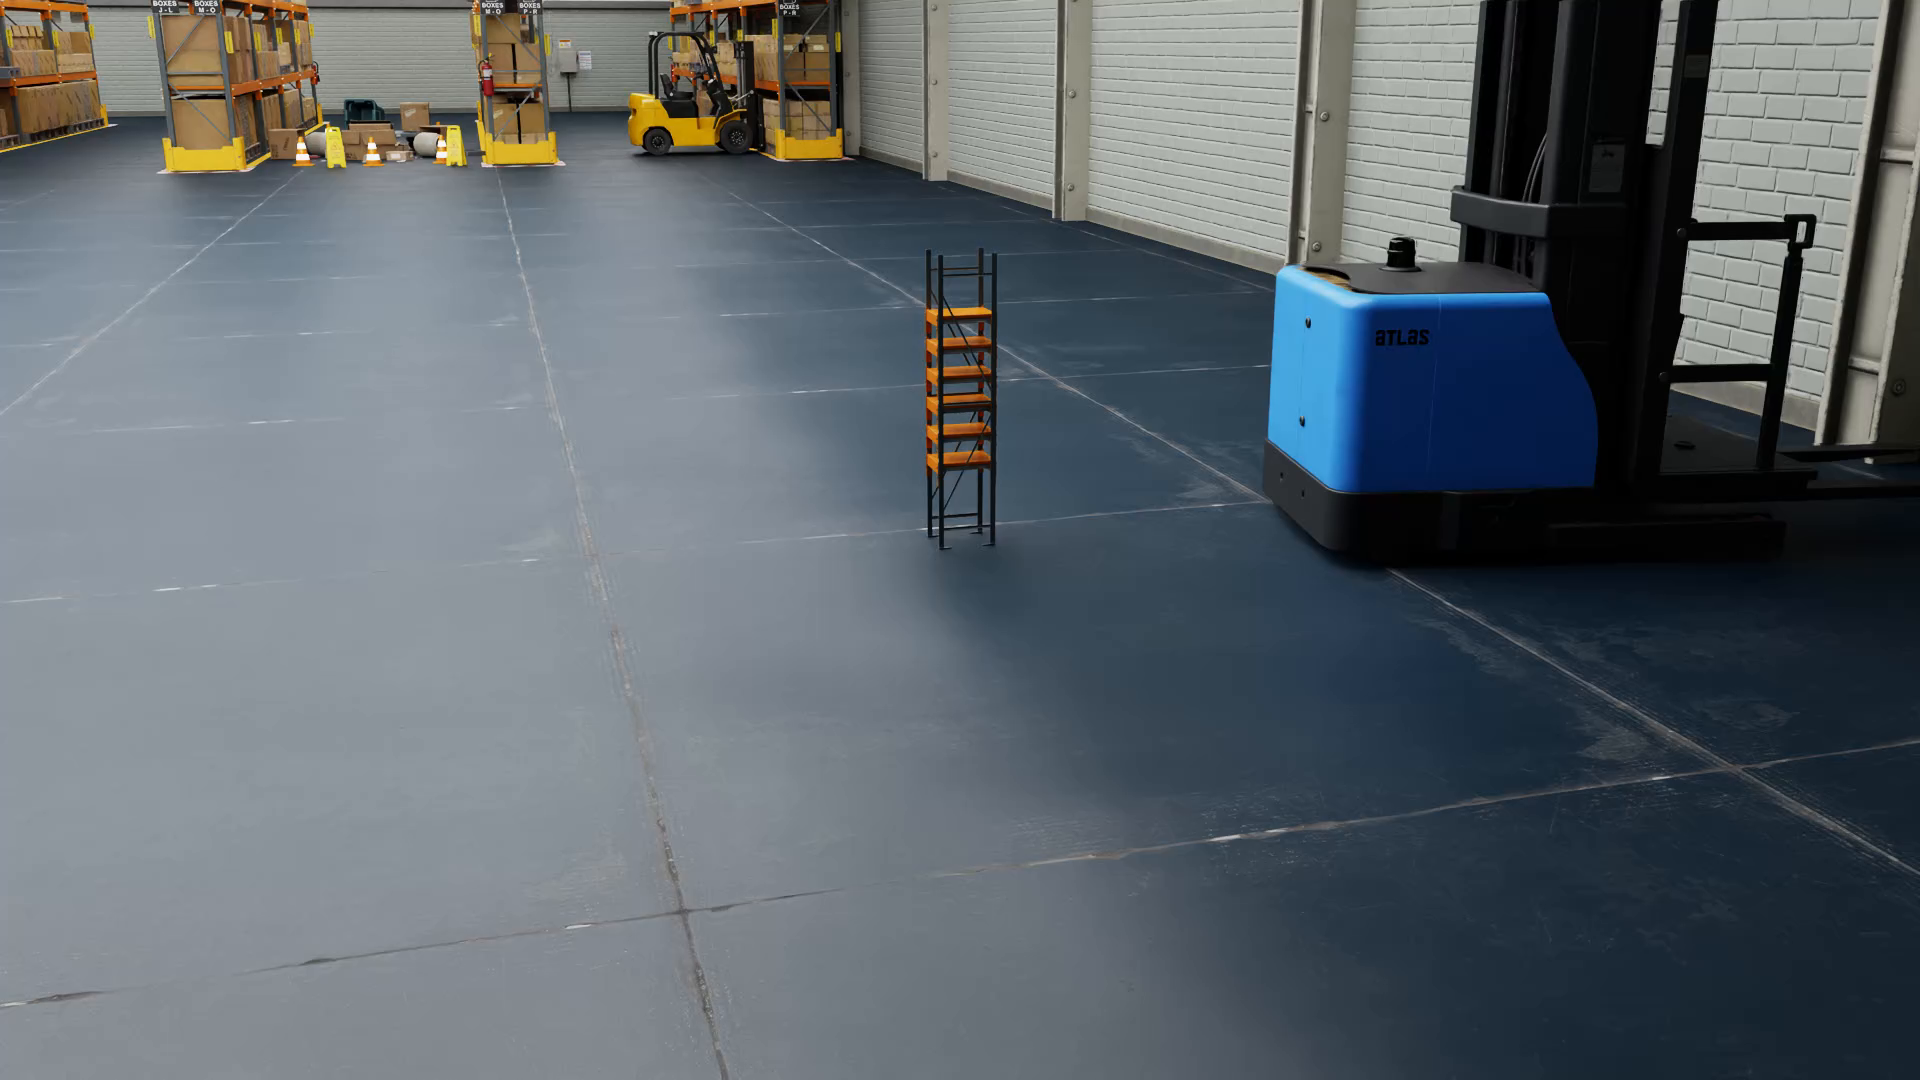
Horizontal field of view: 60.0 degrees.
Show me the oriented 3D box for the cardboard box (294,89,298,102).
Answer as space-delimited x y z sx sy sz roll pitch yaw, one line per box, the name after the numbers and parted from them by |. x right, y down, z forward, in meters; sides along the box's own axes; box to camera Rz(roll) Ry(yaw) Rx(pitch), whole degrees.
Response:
-14.909 -9.790 36.641 0.500 0.250 0.500 -4 17 -13 | cardboard box

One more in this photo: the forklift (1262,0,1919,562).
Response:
2.902 -1.479 6.780 3.031 2.935 1.130 -2 17 -6 | forklift

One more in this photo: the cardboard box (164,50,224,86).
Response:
-12.333 -7.608 26.803 0.875 0.550 0.550 -5 17 -15 | cardboard box

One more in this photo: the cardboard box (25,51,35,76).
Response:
-19.343 -9.773 34.100 0.500 0.500 0.500 -5 17 -16 | cardboard box

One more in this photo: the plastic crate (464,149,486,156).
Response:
-8.912 -7.065 30.333 0.402 0.080 0.583 -12 20 -34 | plastic crate

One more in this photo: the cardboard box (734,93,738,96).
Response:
-4.919 -10.084 37.796 0.380 0.149 0.250 -4 17 -15 | cardboard box

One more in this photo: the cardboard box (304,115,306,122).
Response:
-15.276 -9.718 38.315 0.380 0.149 0.250 -5 18 -18 | cardboard box

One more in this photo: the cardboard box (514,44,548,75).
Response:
-7.319 -8.199 28.343 0.500 0.500 0.500 -5 17 -16 | cardboard box

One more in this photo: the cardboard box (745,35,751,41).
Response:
-3.981 -9.745 32.362 0.380 0.149 0.250 -4 17 -14 | cardboard box

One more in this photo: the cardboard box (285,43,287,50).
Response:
-15.043 -10.880 36.632 0.380 0.149 0.250 -5 18 -17 | cardboard box

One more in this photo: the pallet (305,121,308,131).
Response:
-15.704 -9.603 38.556 1.003 0.211 1.213 -5 17 -15 | pallet

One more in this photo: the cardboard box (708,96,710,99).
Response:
-5.599 -10.262 38.390 0.380 0.149 0.250 -6 18 -18 | cardboard box

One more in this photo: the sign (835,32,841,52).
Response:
-2.149 -8.744 29.206 0.100 0.325 0.005 -5 17 -15 | sign

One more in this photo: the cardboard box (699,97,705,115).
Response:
-5.910 -10.275 39.558 0.500 0.500 0.500 -5 17 -16 | cardboard box

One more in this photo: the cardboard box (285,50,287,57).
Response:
-14.968 -10.668 36.442 0.380 0.149 0.250 -5 18 -17 | cardboard box

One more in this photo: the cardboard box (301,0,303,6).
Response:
-15.934 -12.843 39.541 0.500 0.250 0.500 -4 17 -13 | cardboard box

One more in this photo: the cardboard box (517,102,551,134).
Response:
-7.419 -7.351 28.956 0.500 0.500 0.500 -5 18 -17 | cardboard box

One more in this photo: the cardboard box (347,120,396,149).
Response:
-10.638 -7.269 30.041 0.797 0.637 0.503 -5 17 -15 | cardboard box

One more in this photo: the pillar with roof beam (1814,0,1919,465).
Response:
0.447 -4.407 5.983 9.100 9.000 0.400 -5 17 -15 | pillar with roof beam

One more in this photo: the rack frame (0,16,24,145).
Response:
-19.183 -9.285 32.650 1.000 3.000 0.127 -5 17 -15 | rack frame

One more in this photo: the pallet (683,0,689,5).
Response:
-5.870 -12.729 39.228 1.213 0.211 1.003 -5 17 -15 | pallet

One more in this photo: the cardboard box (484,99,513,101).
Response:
-8.494 -7.874 30.698 0.500 0.500 0.500 -4 17 -13 | cardboard box

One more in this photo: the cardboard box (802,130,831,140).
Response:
-2.631 -7.285 30.040 0.500 0.250 0.500 -5 17 -15 | cardboard box

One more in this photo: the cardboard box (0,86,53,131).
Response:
-19.590 -8.909 34.359 1.225 0.875 0.875 -5 17 -15 | cardboard box

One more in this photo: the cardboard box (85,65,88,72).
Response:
-20.758 -11.095 39.110 0.380 0.149 0.250 -4 17 -14 | cardboard box

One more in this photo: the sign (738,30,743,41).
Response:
-4.302 -9.827 32.577 0.100 0.325 0.005 -5 17 -15 | sign

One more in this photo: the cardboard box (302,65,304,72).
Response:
-15.657 -11.100 39.128 0.380 0.149 0.250 -4 17 -13 | cardboard box

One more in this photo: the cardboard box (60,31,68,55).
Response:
-20.296 -11.111 37.168 0.500 0.500 0.500 -5 17 -15 | cardboard box

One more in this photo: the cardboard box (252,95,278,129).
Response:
-14.062 -8.356 32.737 1.050 0.750 0.750 -4 17 -14 | cardboard box

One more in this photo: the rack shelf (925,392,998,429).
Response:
0.004 -0.528 6.779 0.258 0.103 0.180 -5 17 -15 | rack shelf

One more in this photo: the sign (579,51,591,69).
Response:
-10.947 -14.016 48.564 0.329 0.494 0.001 -5 17 -15 | sign

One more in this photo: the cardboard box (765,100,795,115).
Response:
-3.257 -7.856 30.203 0.500 0.250 0.500 -4 17 -14 | cardboard box

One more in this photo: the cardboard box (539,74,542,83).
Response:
-7.428 -7.994 28.789 0.380 0.149 0.250 -5 18 -17 | cardboard box

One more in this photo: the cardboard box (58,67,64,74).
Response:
-20.043 -10.380 36.729 0.380 0.149 0.250 -5 17 -15 | cardboard box

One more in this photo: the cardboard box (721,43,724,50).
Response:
-4.908 -10.567 35.614 0.380 0.149 0.250 -4 17 -14 | cardboard box

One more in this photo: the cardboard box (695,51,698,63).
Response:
-5.969 -11.291 38.830 0.396 0.266 0.258 -4 17 -13 | cardboard box

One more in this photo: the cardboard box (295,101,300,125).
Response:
-14.899 -9.433 36.757 0.500 0.500 0.500 -5 17 -17 | cardboard box

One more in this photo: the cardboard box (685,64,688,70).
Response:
-6.643 -11.800 41.458 0.380 0.149 0.250 -5 17 -16 | cardboard box

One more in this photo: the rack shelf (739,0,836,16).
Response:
-3.234 -9.895 30.715 1.077 0.370 4.000 -5 17 -15 | rack shelf

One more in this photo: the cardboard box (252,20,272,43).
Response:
-15.874 -11.534 37.706 0.500 0.500 0.500 -5 18 -17 | cardboard box

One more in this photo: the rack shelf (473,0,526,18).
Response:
-9.105 -10.608 33.088 1.077 0.370 4.000 -5 17 -15 | rack shelf

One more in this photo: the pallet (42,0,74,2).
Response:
-20.828 -12.350 37.792 1.003 0.211 1.213 -5 17 -15 | pallet

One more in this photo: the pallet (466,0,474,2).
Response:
-9.882 -11.589 35.432 1.213 0.211 1.003 -4 17 -13 | pallet

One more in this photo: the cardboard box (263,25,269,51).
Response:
-14.272 -10.051 33.288 0.700 0.500 0.500 -5 17 -16 | cardboard box

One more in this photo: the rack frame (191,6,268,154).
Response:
-13.287 -8.543 30.179 1.000 3.000 0.127 -5 17 -15 | rack frame

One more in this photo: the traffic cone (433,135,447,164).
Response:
-8.814 -6.658 28.312 0.336 0.463 0.334 -5 17 -15 | traffic cone

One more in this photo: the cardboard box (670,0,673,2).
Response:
-7.222 -14.038 43.001 0.500 0.250 0.500 -5 17 -16 | cardboard box

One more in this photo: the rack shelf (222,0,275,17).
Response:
-13.836 -10.188 31.692 1.077 0.370 4.000 -5 17 -15 | rack shelf

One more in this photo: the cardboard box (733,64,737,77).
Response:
-4.317 -9.541 33.763 0.500 0.250 0.500 -5 17 -16 | cardboard box

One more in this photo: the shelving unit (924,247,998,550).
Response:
0.004 -0.571 6.766 0.258 1.200 0.189 -5 17 -15 | shelving unit

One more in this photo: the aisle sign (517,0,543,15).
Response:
-7.141 -9.108 27.542 0.394 0.787 0.004 -5 17 -15 | aisle sign

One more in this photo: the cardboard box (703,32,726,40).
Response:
-6.135 -12.431 41.563 0.500 0.500 0.500 -5 17 -17 | cardboard box

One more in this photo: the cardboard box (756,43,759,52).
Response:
-3.625 -9.249 31.228 0.380 0.149 0.250 -5 18 -17 | cardboard box

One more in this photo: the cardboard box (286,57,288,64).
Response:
-14.979 -10.532 36.508 0.380 0.149 0.250 -6 18 -18 | cardboard box
